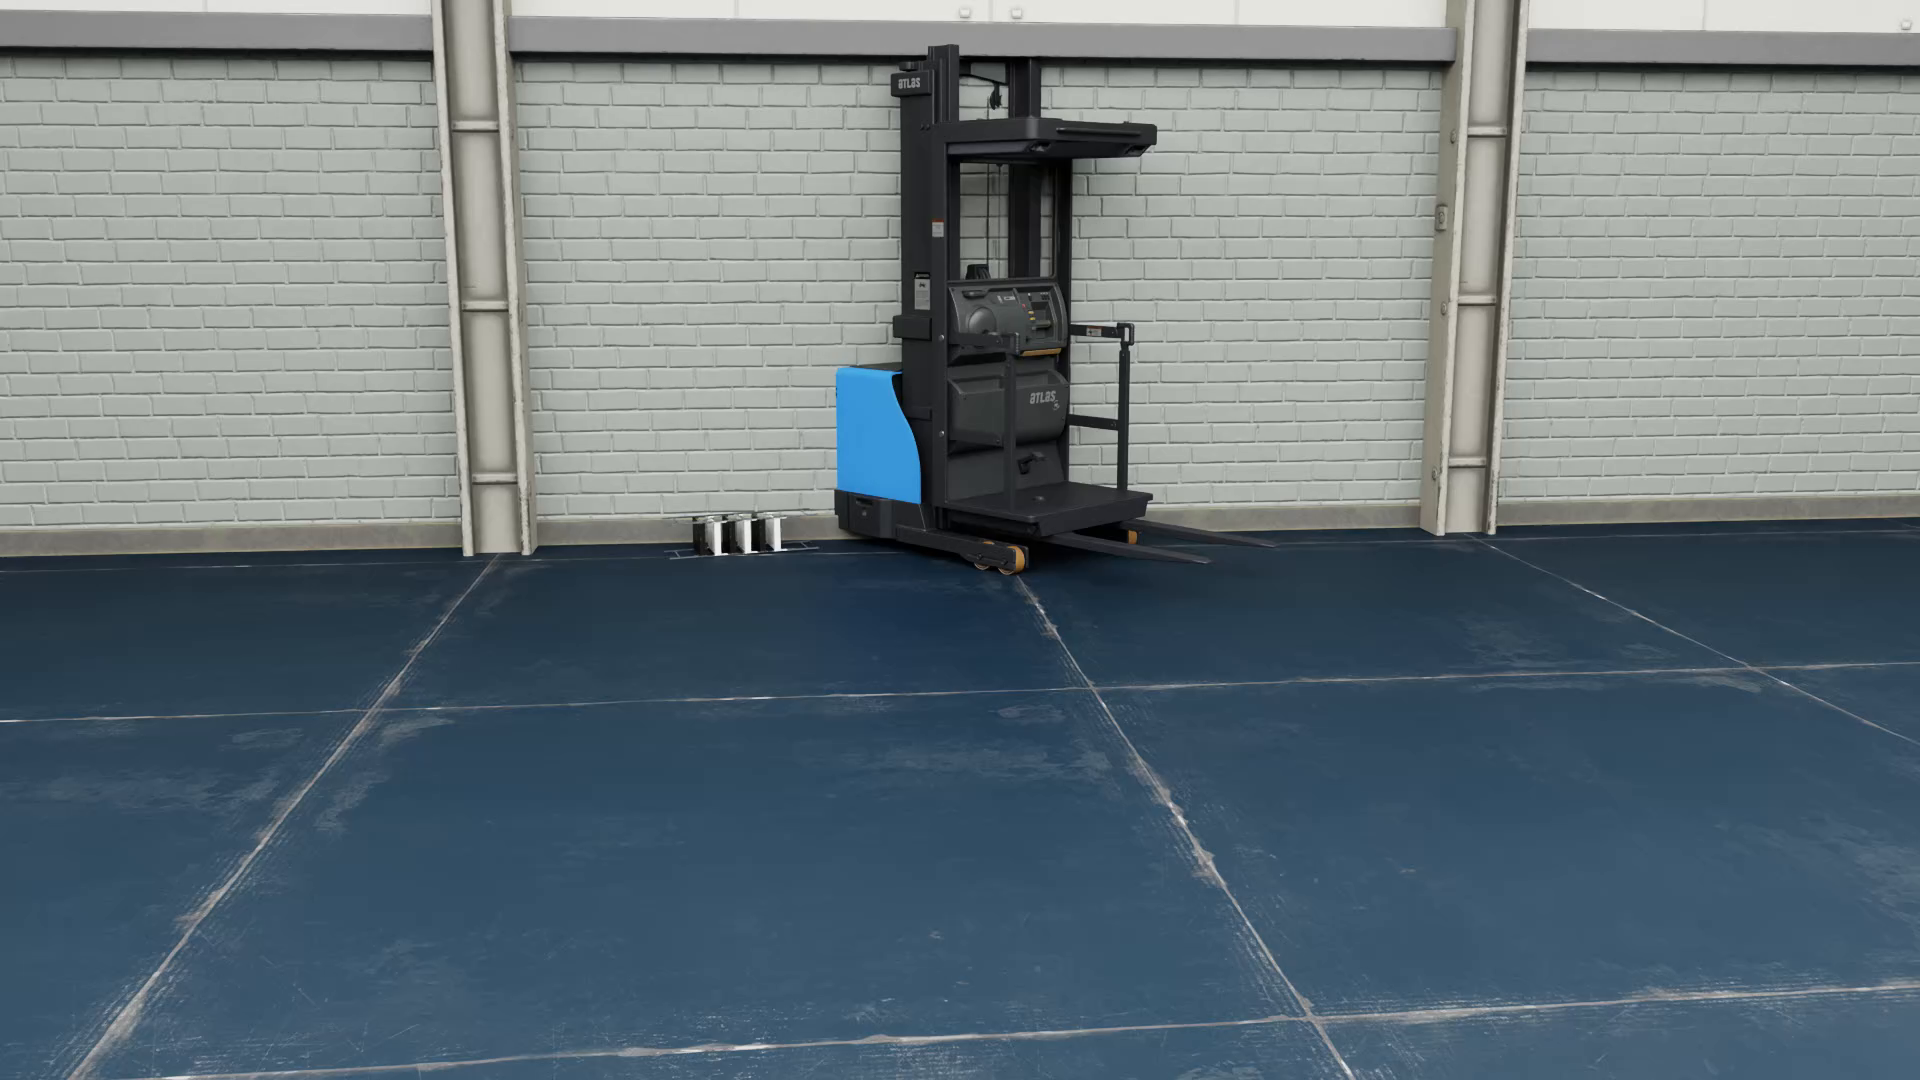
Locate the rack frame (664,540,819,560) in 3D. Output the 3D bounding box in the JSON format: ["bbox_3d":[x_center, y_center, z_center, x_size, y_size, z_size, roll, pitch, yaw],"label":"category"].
[{"bbox_3d":[-1.318,0.059,10.032,0.900,0.006,0.240,-4,12,-18],"label":"rack frame"}]

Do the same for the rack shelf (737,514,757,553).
[{"bbox_3d":[-1.287,-0.043,10.023,0.077,0.200,0.258,-4,12,-18],"label":"rack shelf"}]

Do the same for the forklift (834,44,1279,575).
[{"bbox_3d":[0.440,-1.353,9.653,1.130,2.935,3.031,-11,16,-44],"label":"forklift"}]

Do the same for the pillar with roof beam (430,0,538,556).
[{"bbox_3d":[-2.308,-3.528,4.984,0.400,9.000,9.100,-1,11,-6],"label":"pillar with roof beam"}]

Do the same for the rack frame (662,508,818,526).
[{"bbox_3d":[-1.319,-0.141,9.992,0.900,0.006,0.240,-4,12,-18],"label":"rack frame"}]

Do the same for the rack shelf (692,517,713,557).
[{"bbox_3d":[-1.542,-0.024,9.938,0.077,0.200,0.258,-4,12,-18],"label":"rack shelf"}]

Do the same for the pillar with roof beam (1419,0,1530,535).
[{"bbox_3d":[3.657,-3.653,5.620,0.400,9.000,9.100,-1,11,-6],"label":"pillar with roof beam"}]

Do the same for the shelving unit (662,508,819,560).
[{"bbox_3d":[-1.318,-0.041,10.012,0.900,0.210,0.258,-4,12,-18],"label":"shelving unit"}]

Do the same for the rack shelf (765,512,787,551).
[{"bbox_3d":[-1.116,-0.056,10.079,0.077,0.200,0.258,-4,12,-18],"label":"rack shelf"}]

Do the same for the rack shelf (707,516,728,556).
[{"bbox_3d":[-1.457,-0.031,9.966,0.077,0.200,0.258,-4,12,-18],"label":"rack shelf"}]

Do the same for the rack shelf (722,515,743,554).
[{"bbox_3d":[-1.372,-0.037,9.994,0.077,0.200,0.258,-4,12,-18],"label":"rack shelf"}]

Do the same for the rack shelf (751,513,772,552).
[{"bbox_3d":[-1.202,-0.050,10.051,0.077,0.200,0.258,-4,12,-18],"label":"rack shelf"}]
